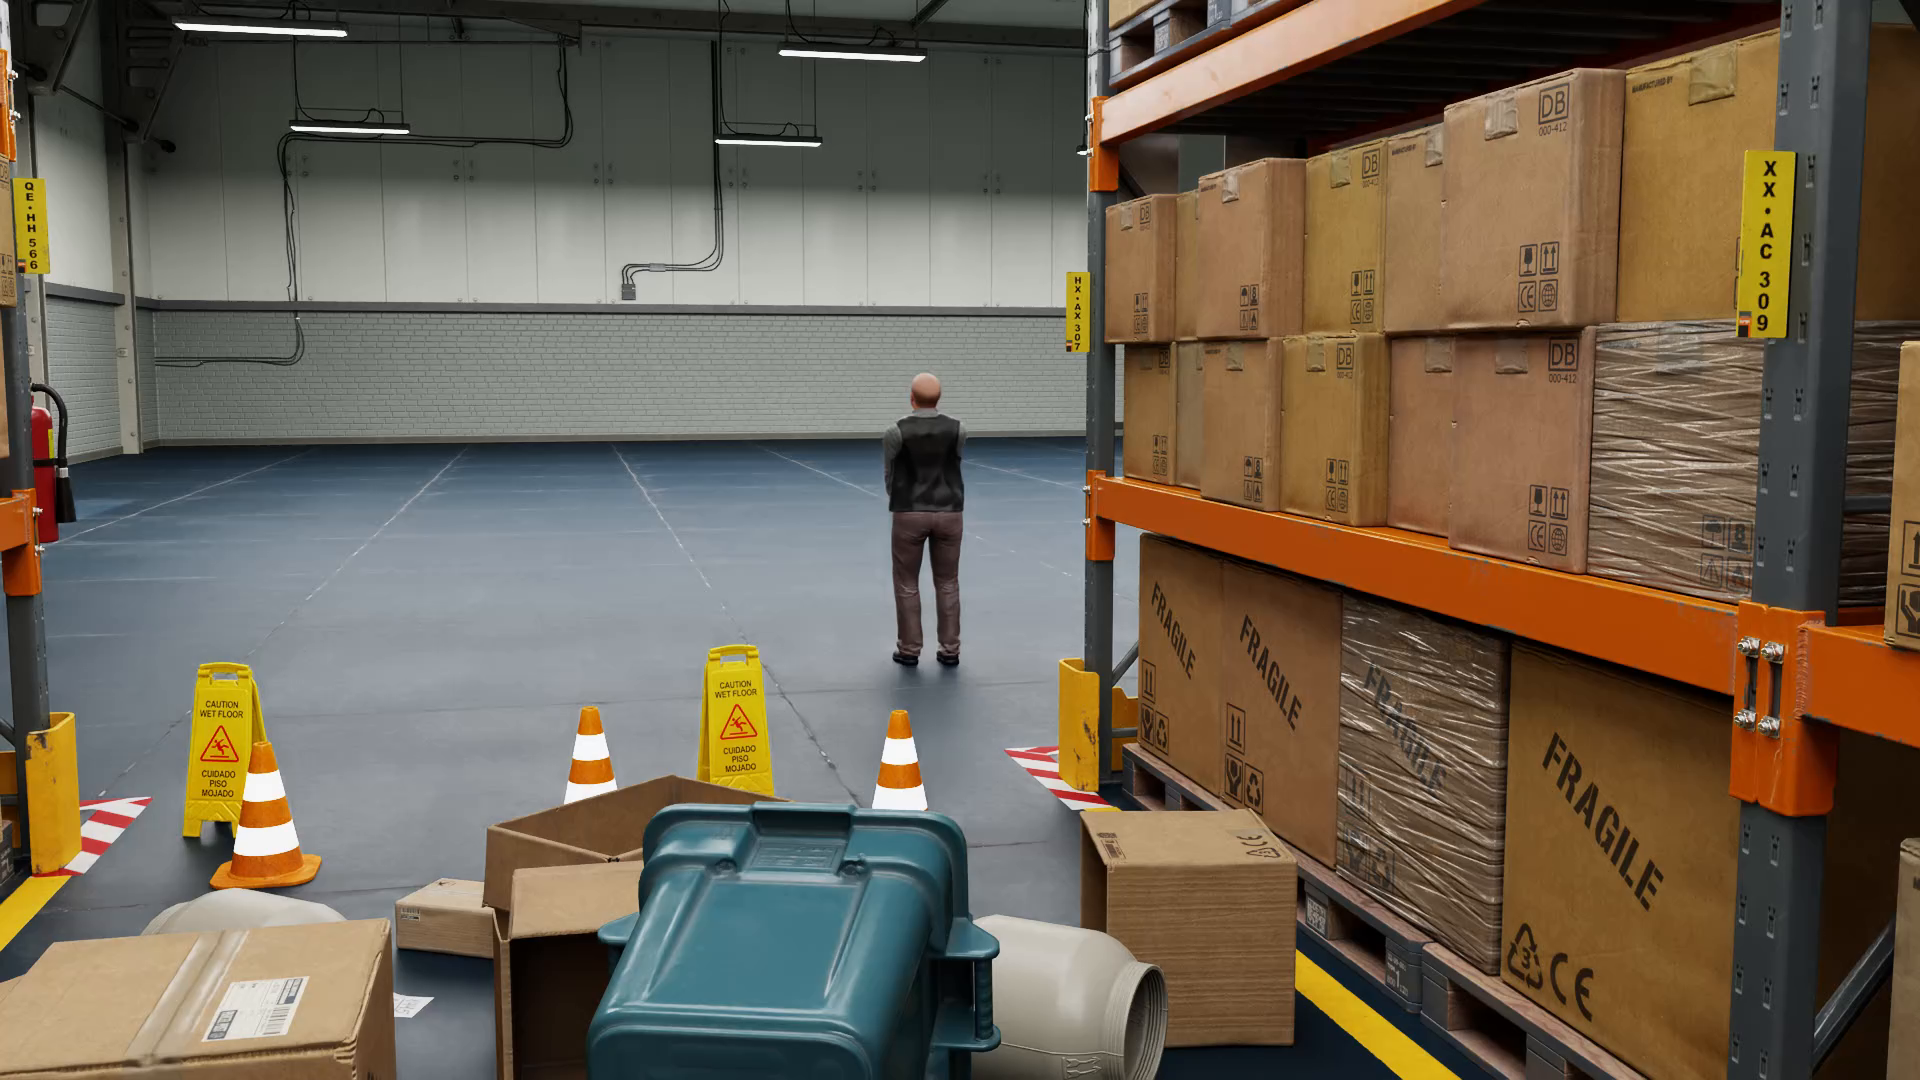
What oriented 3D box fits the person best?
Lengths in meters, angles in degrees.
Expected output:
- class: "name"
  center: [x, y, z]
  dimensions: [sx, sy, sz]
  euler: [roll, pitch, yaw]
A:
- class: "person"
  center: [-0.230, -0.129, 9.814]
  dimensions: [0.494, 1.712, 0.551]
  euler: [-1, 6, -14]
